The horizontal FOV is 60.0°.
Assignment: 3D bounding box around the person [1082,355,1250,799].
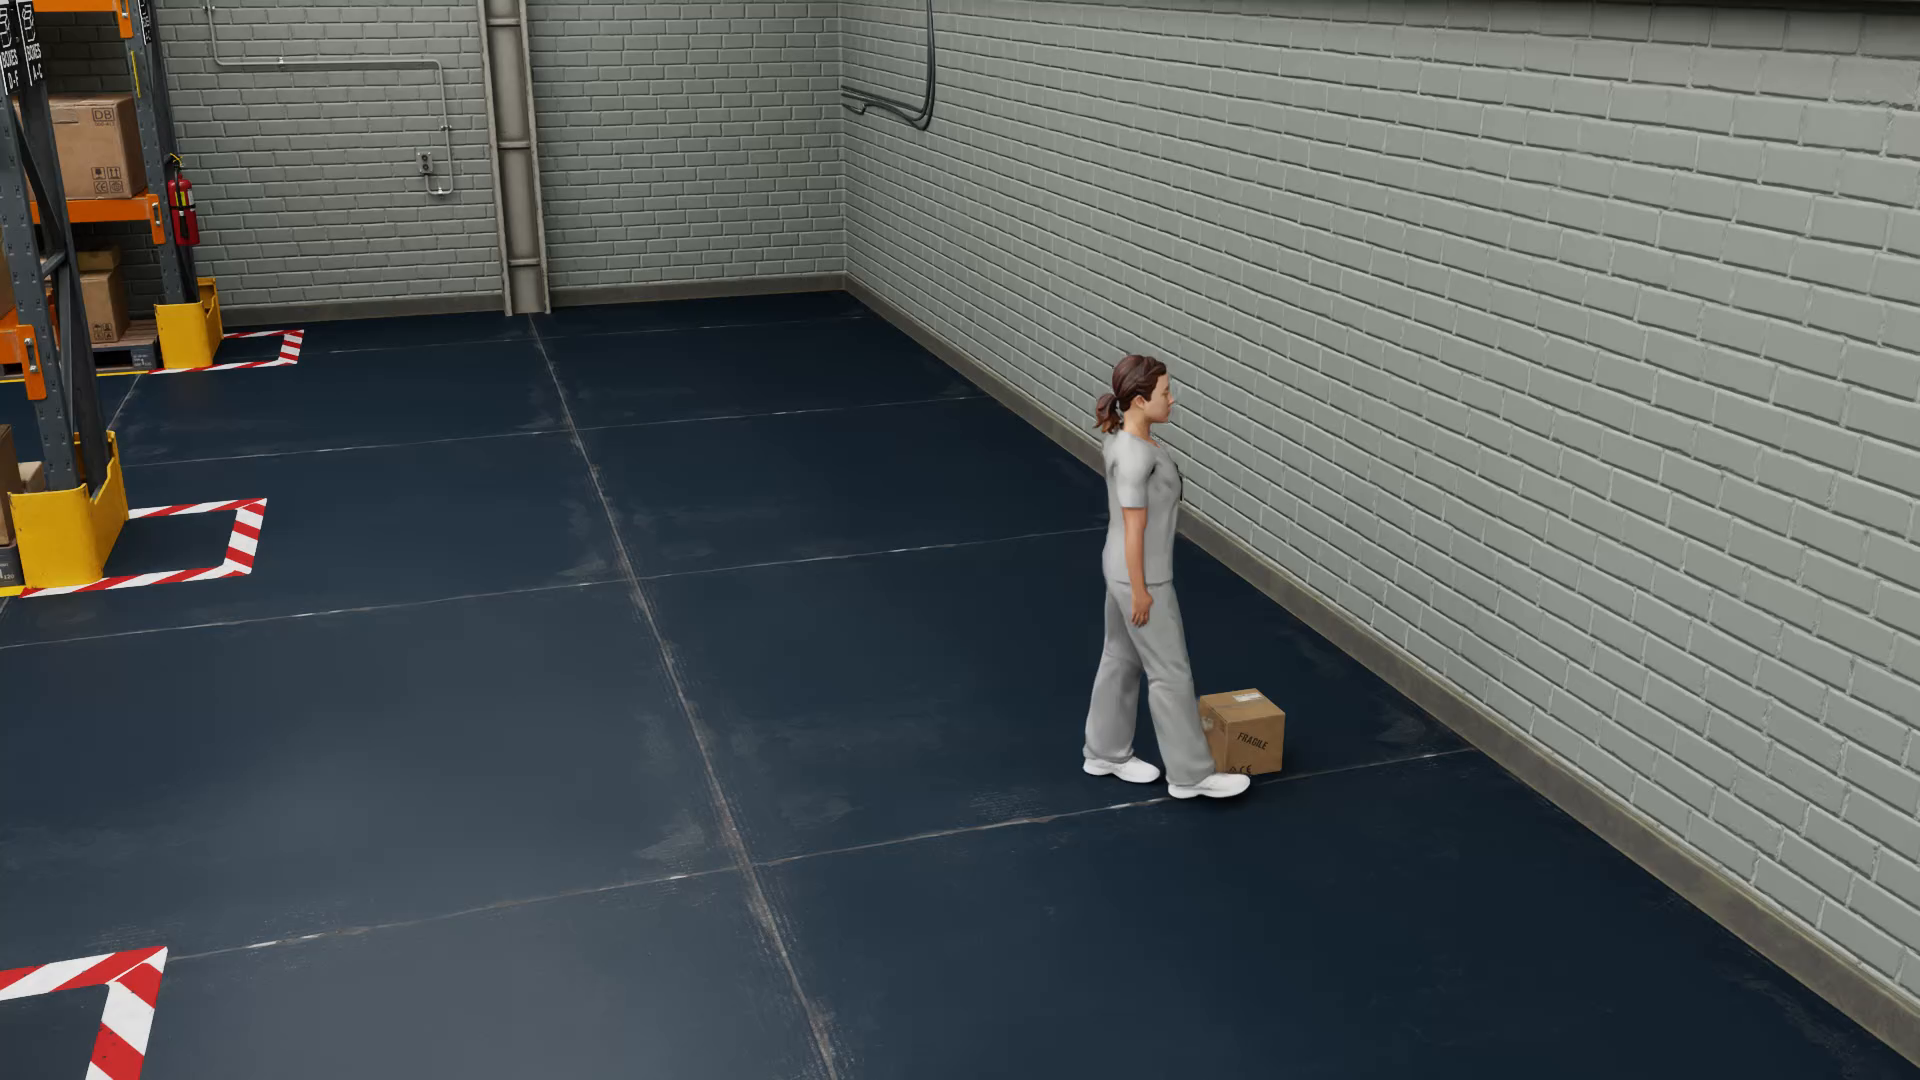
[{"bbox_3d":[0.784,0.136,6.172,0.621,1.666,0.448,0,19,1],"label":"person"}]
